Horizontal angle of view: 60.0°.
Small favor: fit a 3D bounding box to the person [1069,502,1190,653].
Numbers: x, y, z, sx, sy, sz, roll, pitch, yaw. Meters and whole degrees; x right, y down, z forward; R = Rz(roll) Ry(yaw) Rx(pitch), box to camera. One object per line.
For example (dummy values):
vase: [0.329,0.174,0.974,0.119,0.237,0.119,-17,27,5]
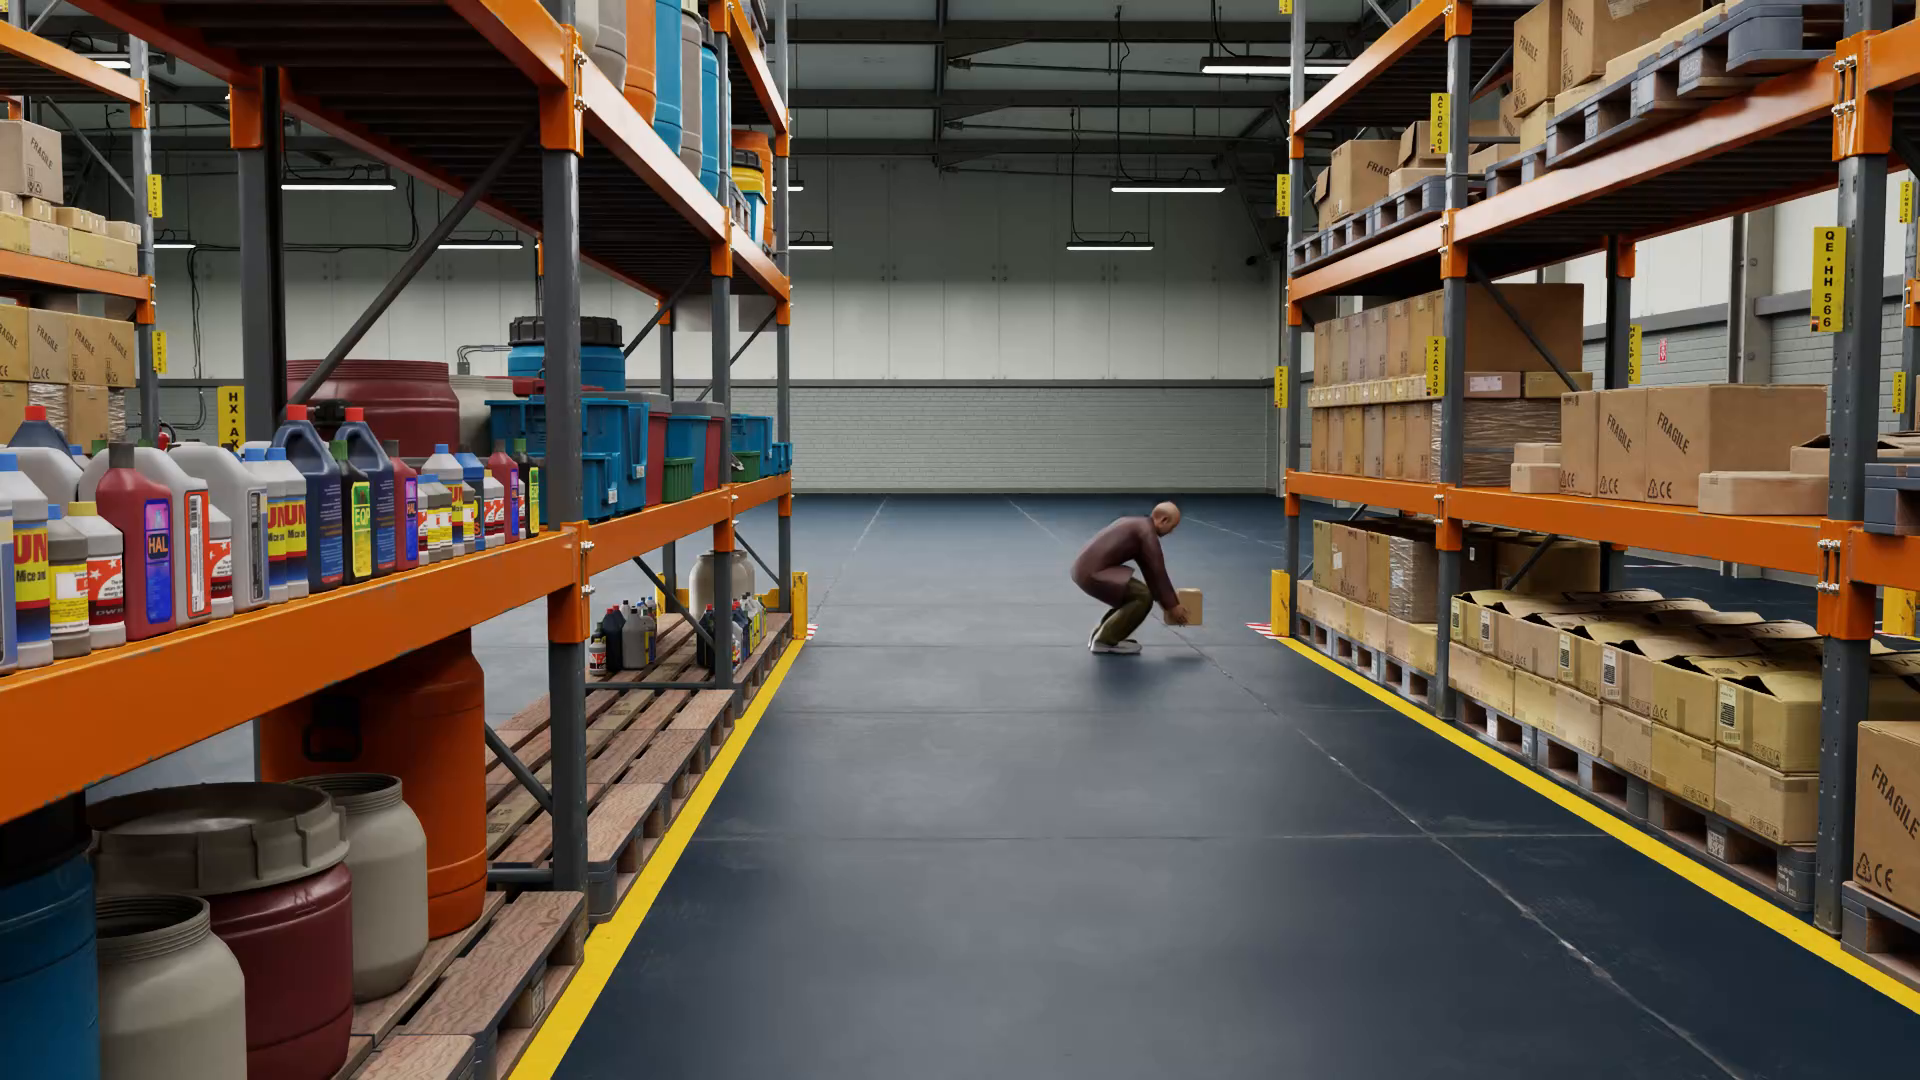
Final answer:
person: [1.241,0.277,12.308,0.873,1.084,0.616,0,4,-1]
